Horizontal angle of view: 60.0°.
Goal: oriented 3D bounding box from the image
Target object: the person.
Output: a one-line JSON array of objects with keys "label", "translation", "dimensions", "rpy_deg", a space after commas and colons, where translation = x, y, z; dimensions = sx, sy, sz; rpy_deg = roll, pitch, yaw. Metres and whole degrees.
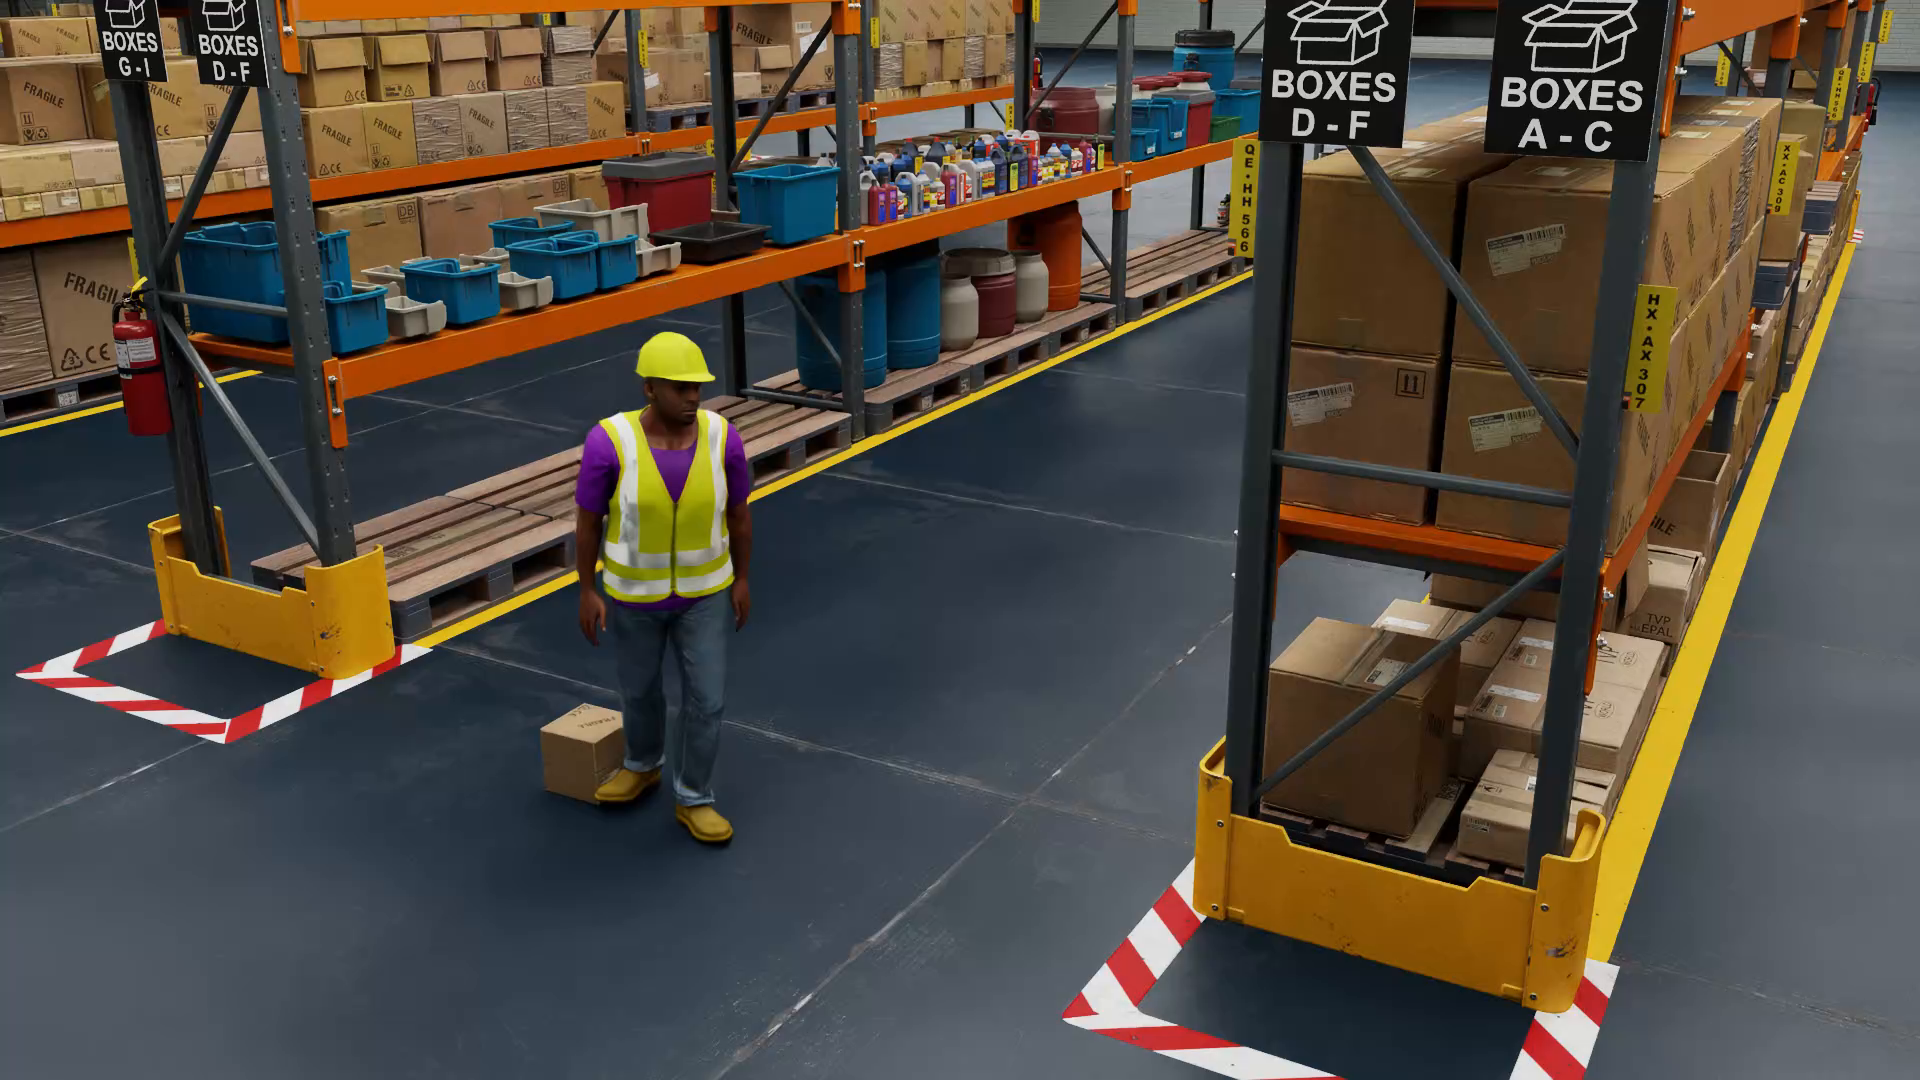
[{"label": "person", "translation": [1.667, -2.249, 12.464], "dimensions": [9.965, 1.757, 12.855], "rpy_deg": [-6, 20, -16]}]
